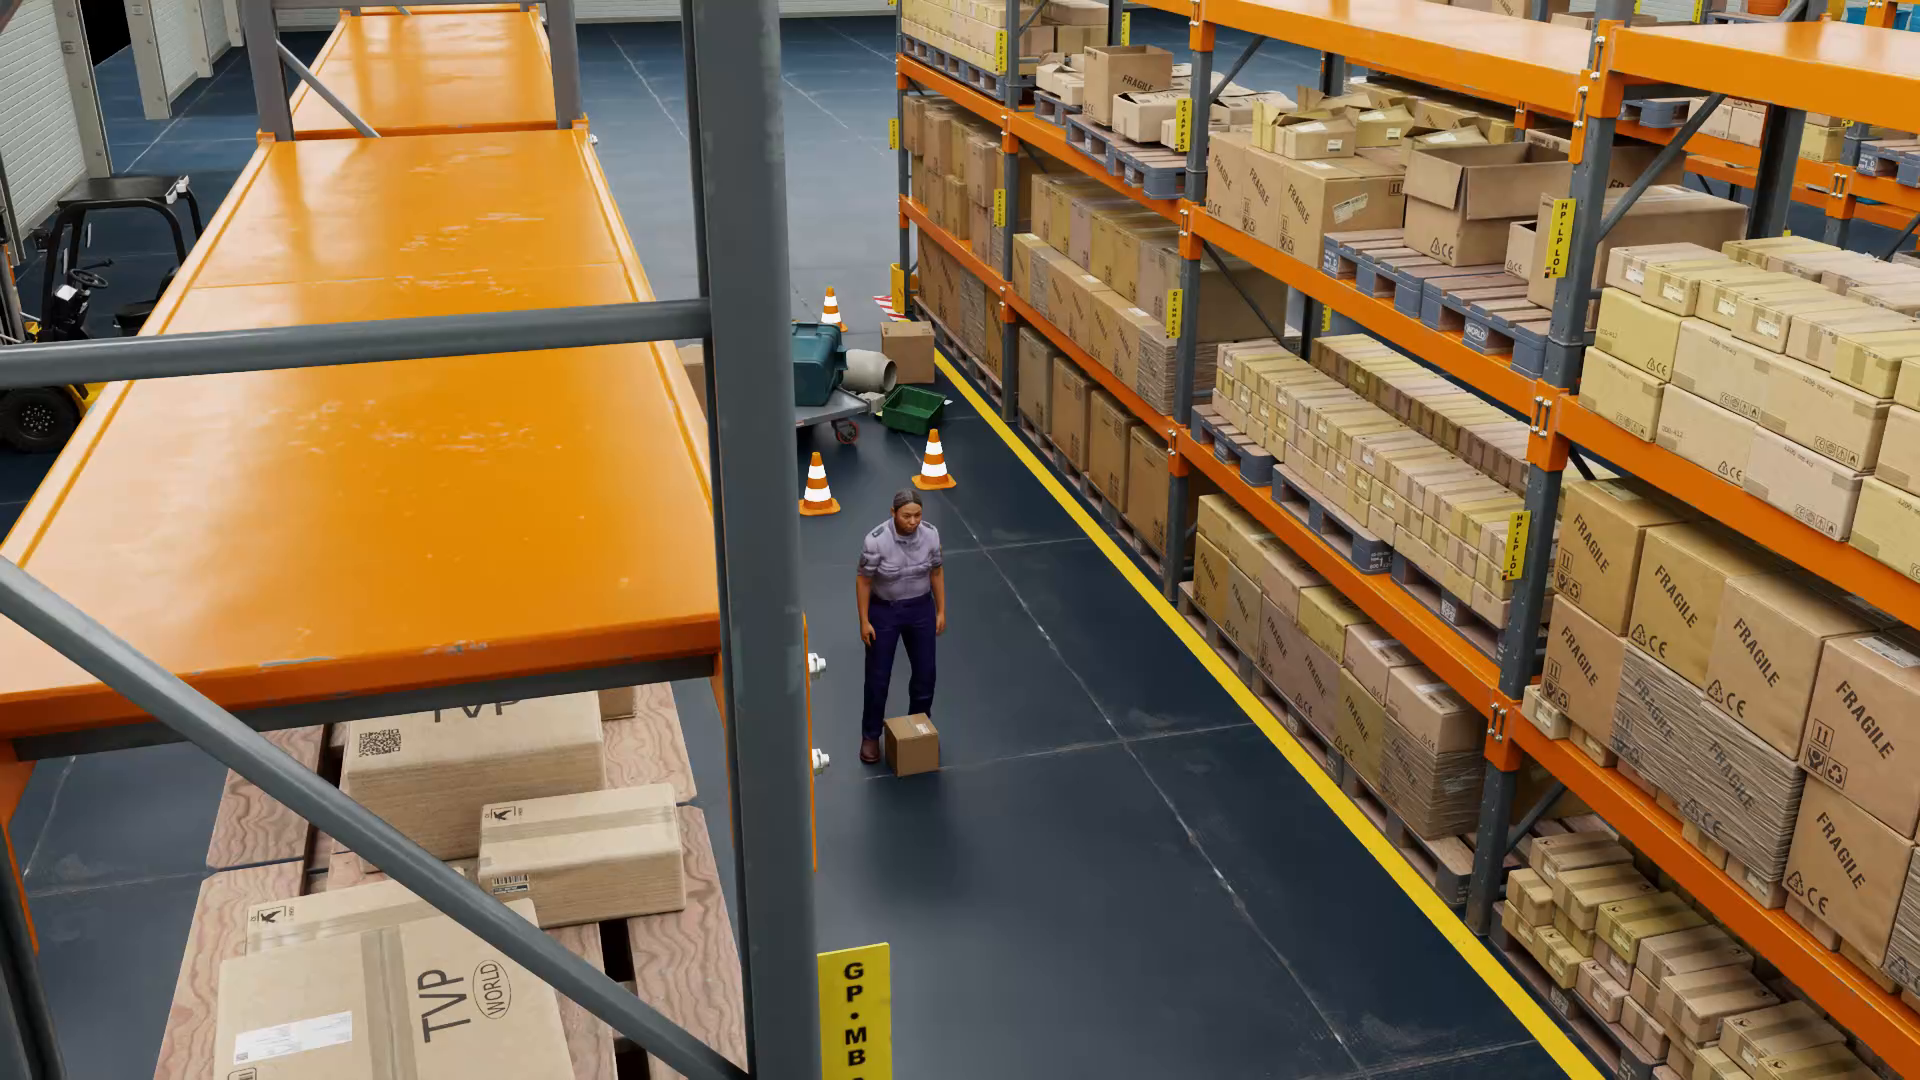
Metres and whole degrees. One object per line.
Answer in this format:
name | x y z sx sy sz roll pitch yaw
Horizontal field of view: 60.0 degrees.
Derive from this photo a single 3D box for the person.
person | -0.347 0.462 9.583 0.564 1.639 0.376 -8 24 -17
